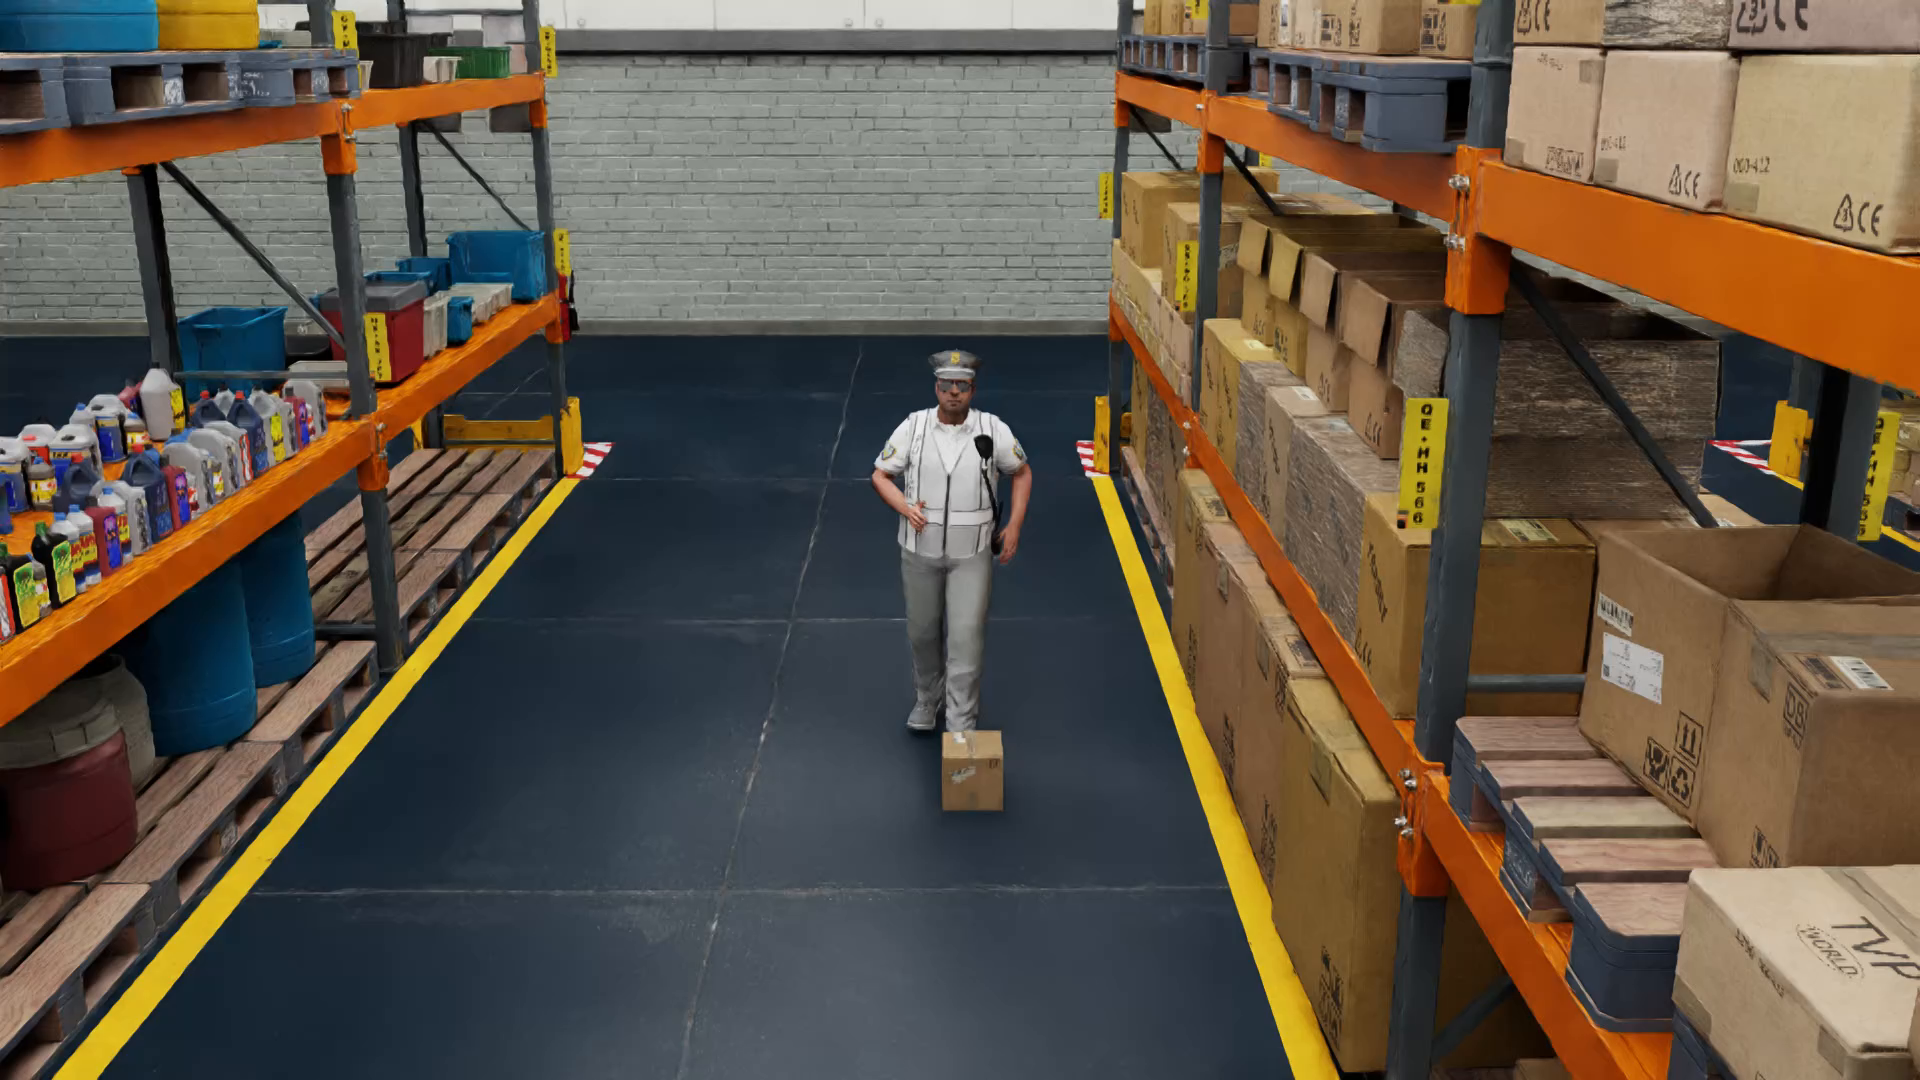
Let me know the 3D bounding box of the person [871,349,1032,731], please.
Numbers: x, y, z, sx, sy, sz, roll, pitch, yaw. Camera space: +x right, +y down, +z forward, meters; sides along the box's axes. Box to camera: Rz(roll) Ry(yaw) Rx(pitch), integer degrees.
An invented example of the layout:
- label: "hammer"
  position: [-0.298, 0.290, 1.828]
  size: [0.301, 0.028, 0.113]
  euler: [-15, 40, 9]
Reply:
- label: "person"
  position: [-0.051, 0.070, 7.256]
  size: [0.710, 1.781, 0.750]
  euler: [1, 17, 4]
